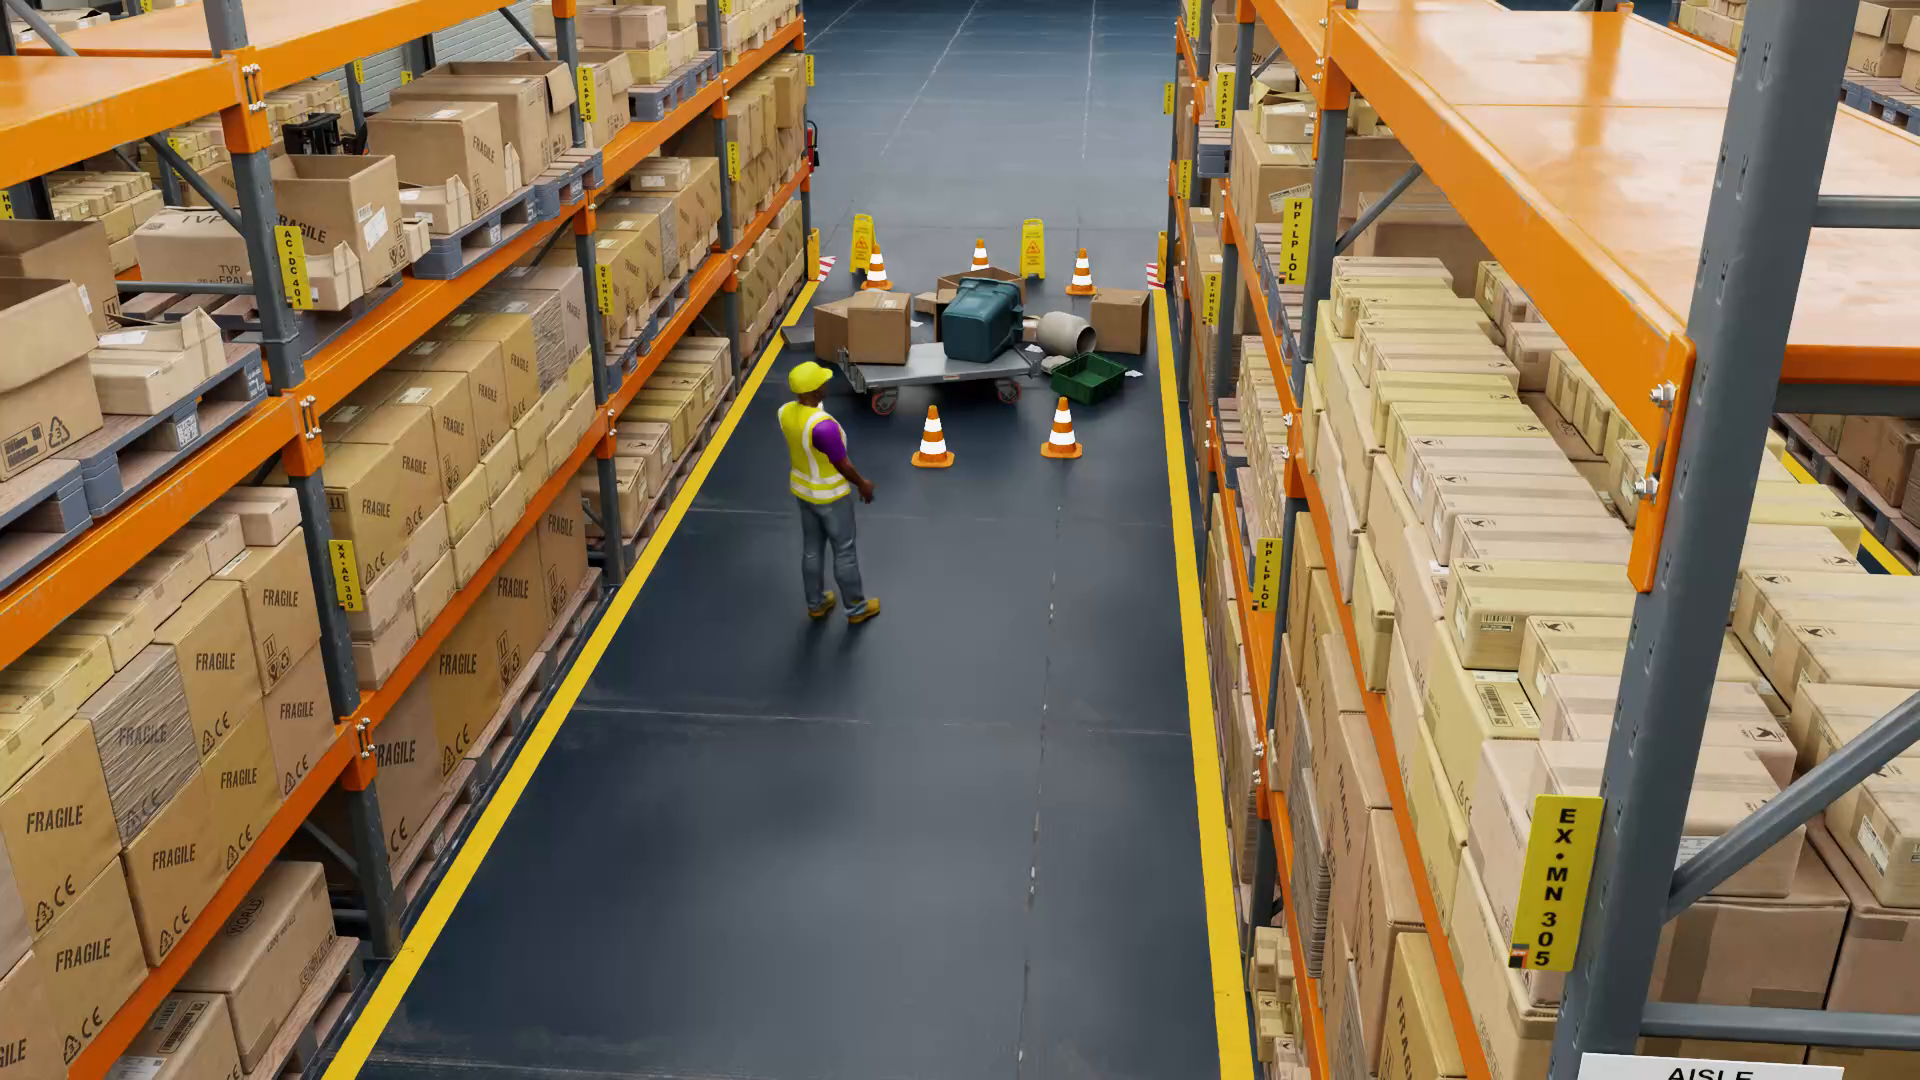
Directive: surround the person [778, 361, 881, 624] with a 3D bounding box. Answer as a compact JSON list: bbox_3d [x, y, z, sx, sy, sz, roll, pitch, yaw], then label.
[{"bbox_3d":[-0.843,-0.328,10.685,0.550,1.771,0.553,-20,31,-37],"label":"person"}]
